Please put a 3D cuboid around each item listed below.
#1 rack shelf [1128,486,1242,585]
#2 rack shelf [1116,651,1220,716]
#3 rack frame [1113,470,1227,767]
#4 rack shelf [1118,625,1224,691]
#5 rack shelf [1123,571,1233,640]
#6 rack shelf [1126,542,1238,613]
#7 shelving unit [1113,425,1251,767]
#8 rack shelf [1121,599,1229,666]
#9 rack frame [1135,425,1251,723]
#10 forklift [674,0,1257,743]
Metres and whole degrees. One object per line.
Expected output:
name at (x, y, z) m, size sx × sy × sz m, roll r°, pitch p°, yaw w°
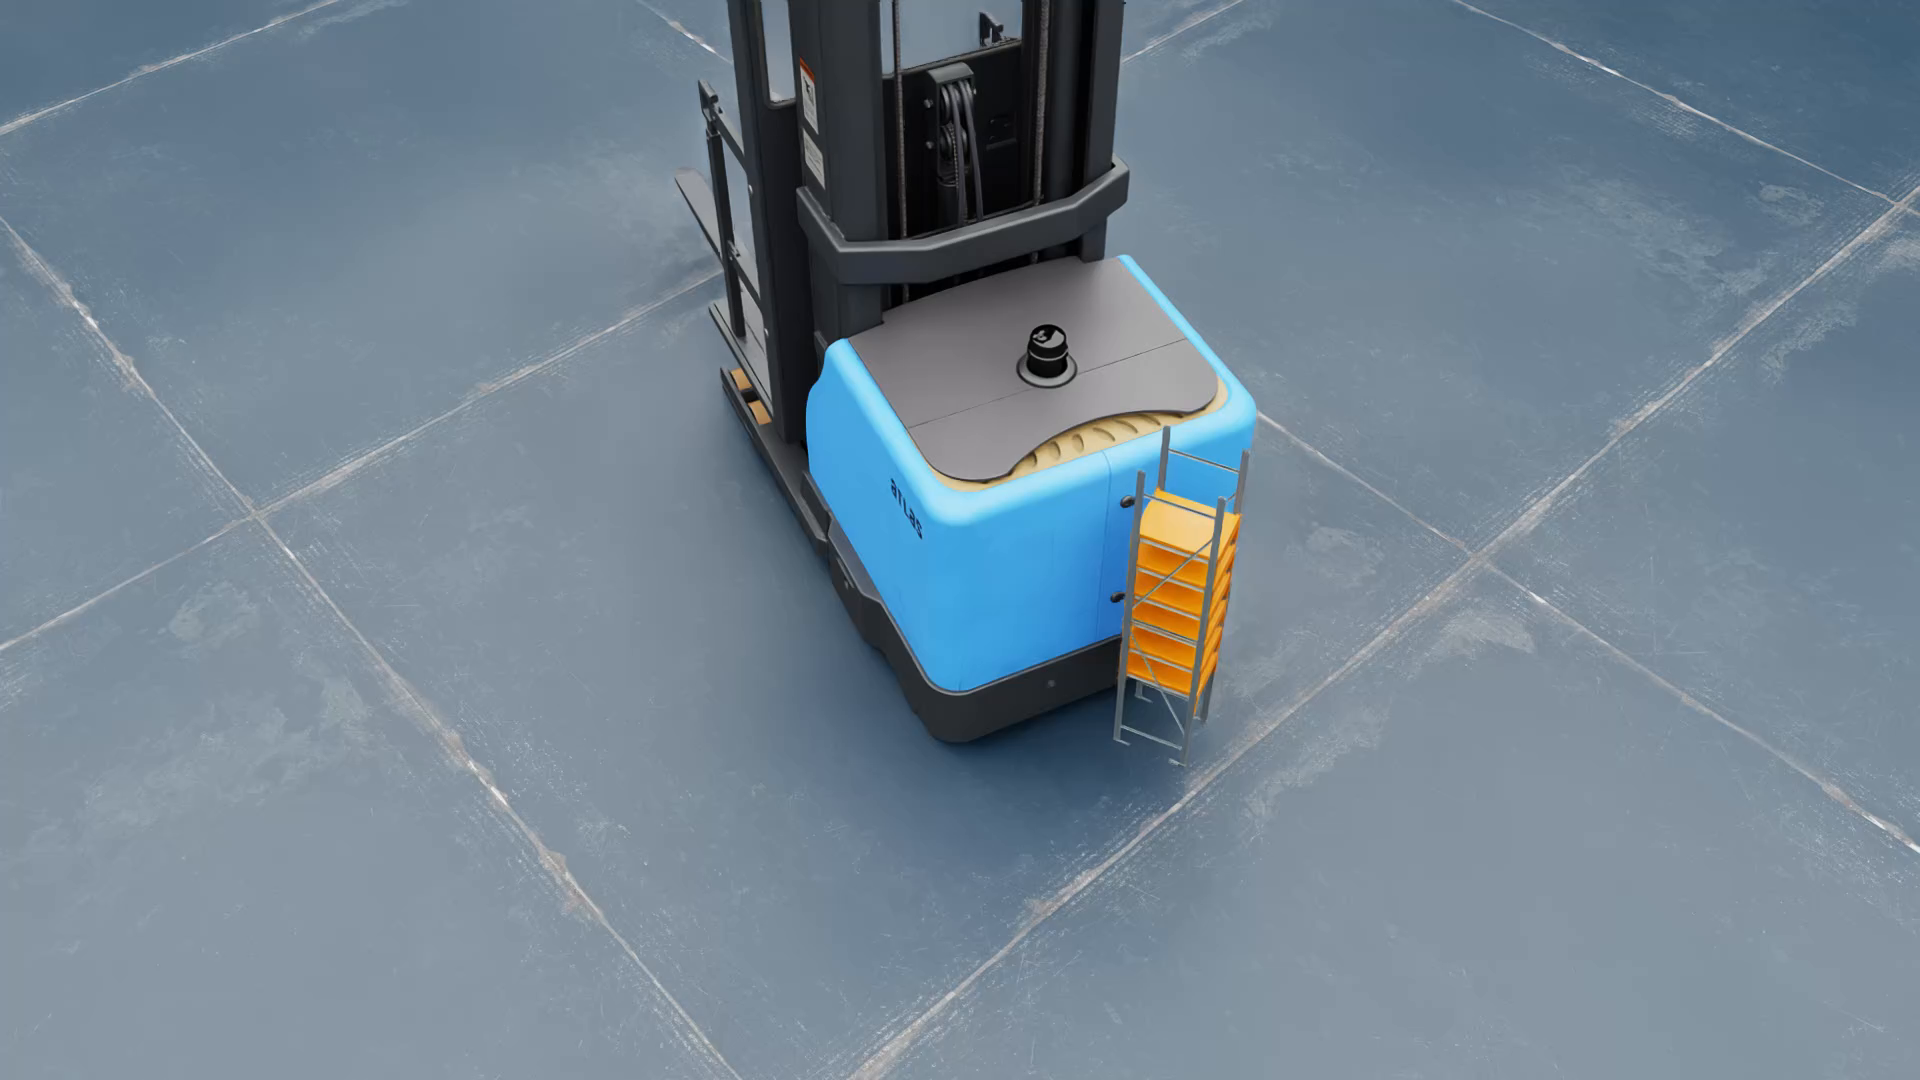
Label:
rack shelf at (0.611, -0.014, 4.513) m, size 0.258 × 0.103 × 0.180 m, roll 19°, pitch 51°, yaw 18°
rack shelf at (0.620, 0.386, 4.960) m, size 0.258 × 0.103 × 0.180 m, roll 19°, pitch 51°, yaw 18°
rack frame at (0.576, 0.258, 4.694) m, size 0.240 × 1.200 × 0.006 m, roll 19°, pitch 51°, yaw 18°
rack shelf at (0.618, 0.306, 4.871) m, size 0.258 × 0.103 × 0.180 m, roll 19°, pitch 51°, yaw 18°
rack shelf at (0.615, 0.146, 4.692) m, size 0.258 × 0.103 × 0.180 m, roll 19°, pitch 51°, yaw 18°
rack shelf at (0.613, 0.066, 4.603) m, size 0.258 × 0.103 × 0.180 m, roll 19°, pitch 51°, yaw 18°
shelving unit at (0.616, 0.196, 4.748) m, size 0.258 × 1.200 × 0.189 m, roll 19°, pitch 51°, yaw 18°
rack shelf at (0.616, 0.226, 4.782) m, size 0.258 × 0.103 × 0.180 m, roll 19°, pitch 51°, yaw 18°
rack frame at (0.656, 0.135, 4.803) m, size 0.240 × 1.200 × 0.006 m, roll 19°, pitch 51°, yaw 18°
forklift at (-0.230, -1.471, 5.113) m, size 1.130 × 2.935 × 3.031 m, roll -19°, pitch 50°, yaw -17°
